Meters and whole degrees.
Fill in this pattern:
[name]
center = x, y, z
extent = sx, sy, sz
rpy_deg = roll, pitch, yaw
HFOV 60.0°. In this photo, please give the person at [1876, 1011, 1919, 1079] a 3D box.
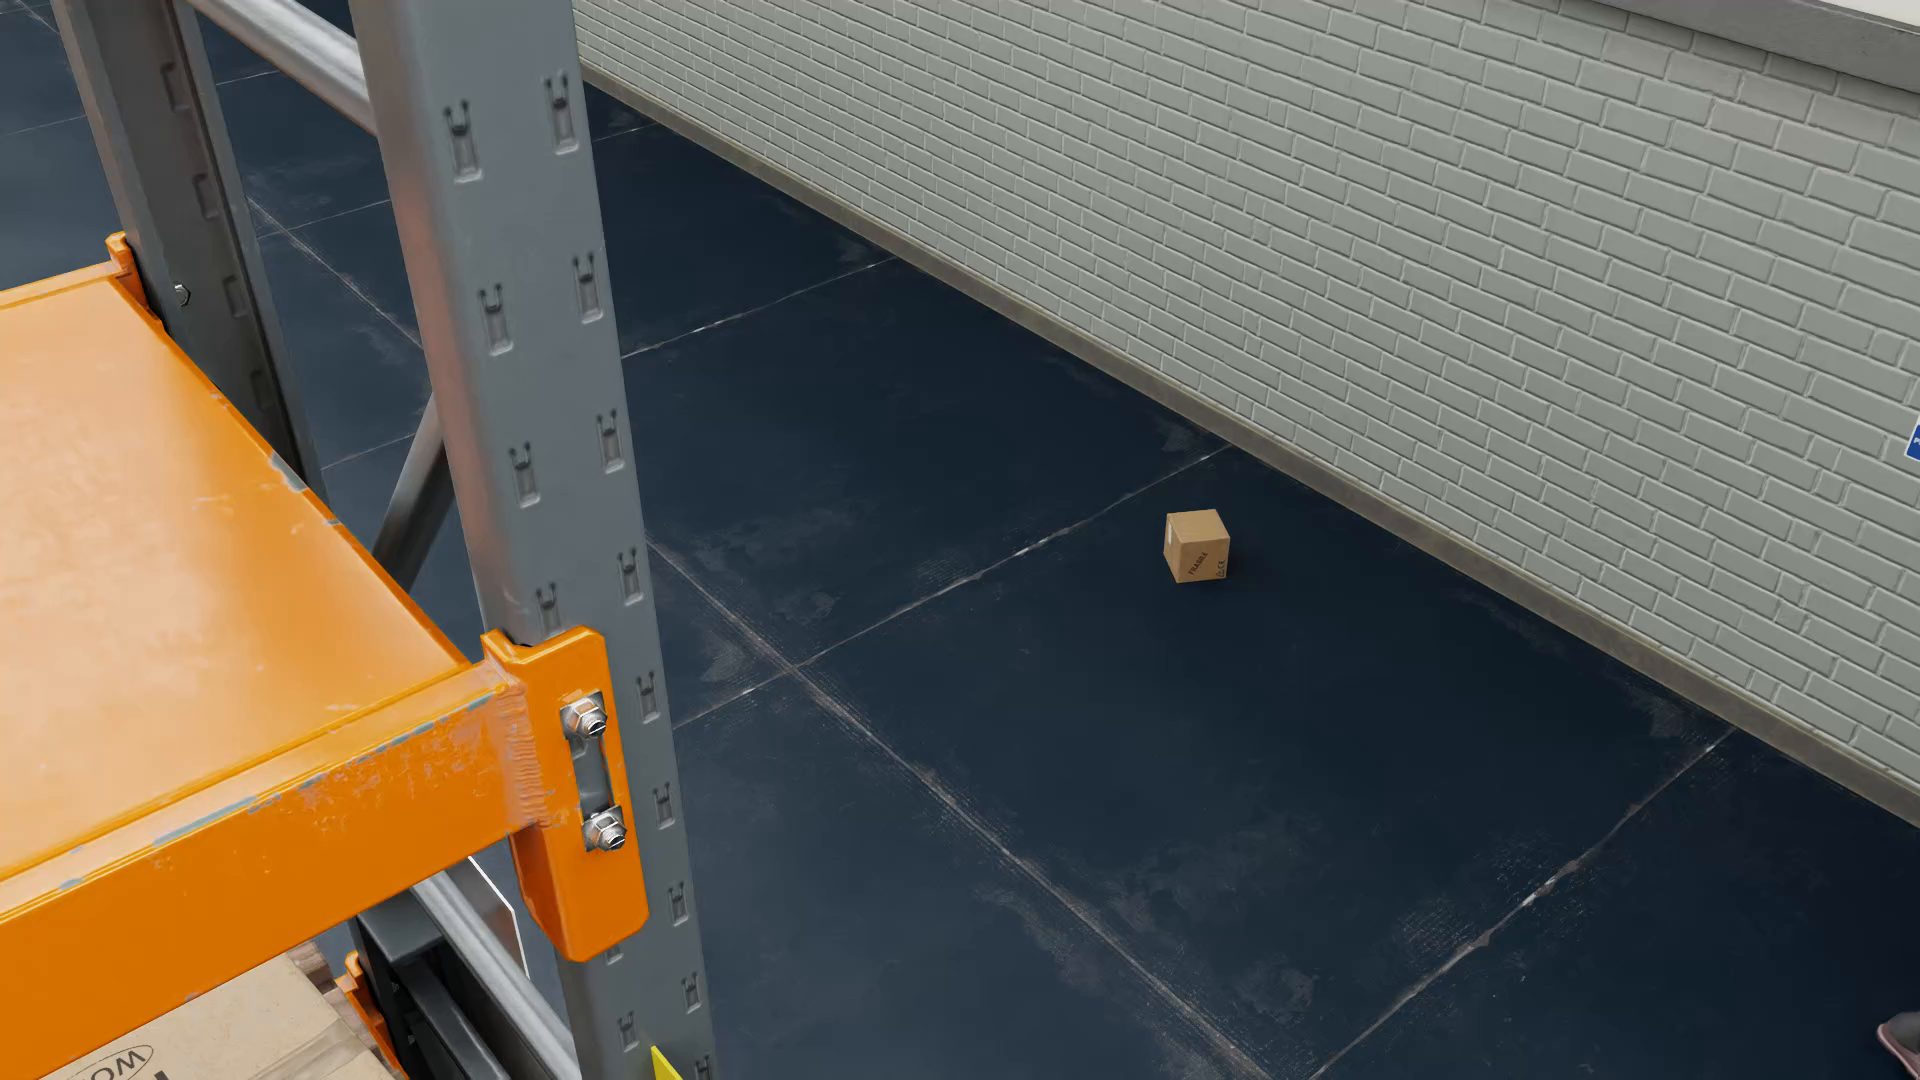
[person]
center = 3.636, 1.341, 5.238
extent = 0.450, 1.605, 0.967
rpy_deg = -29, 45, -33
